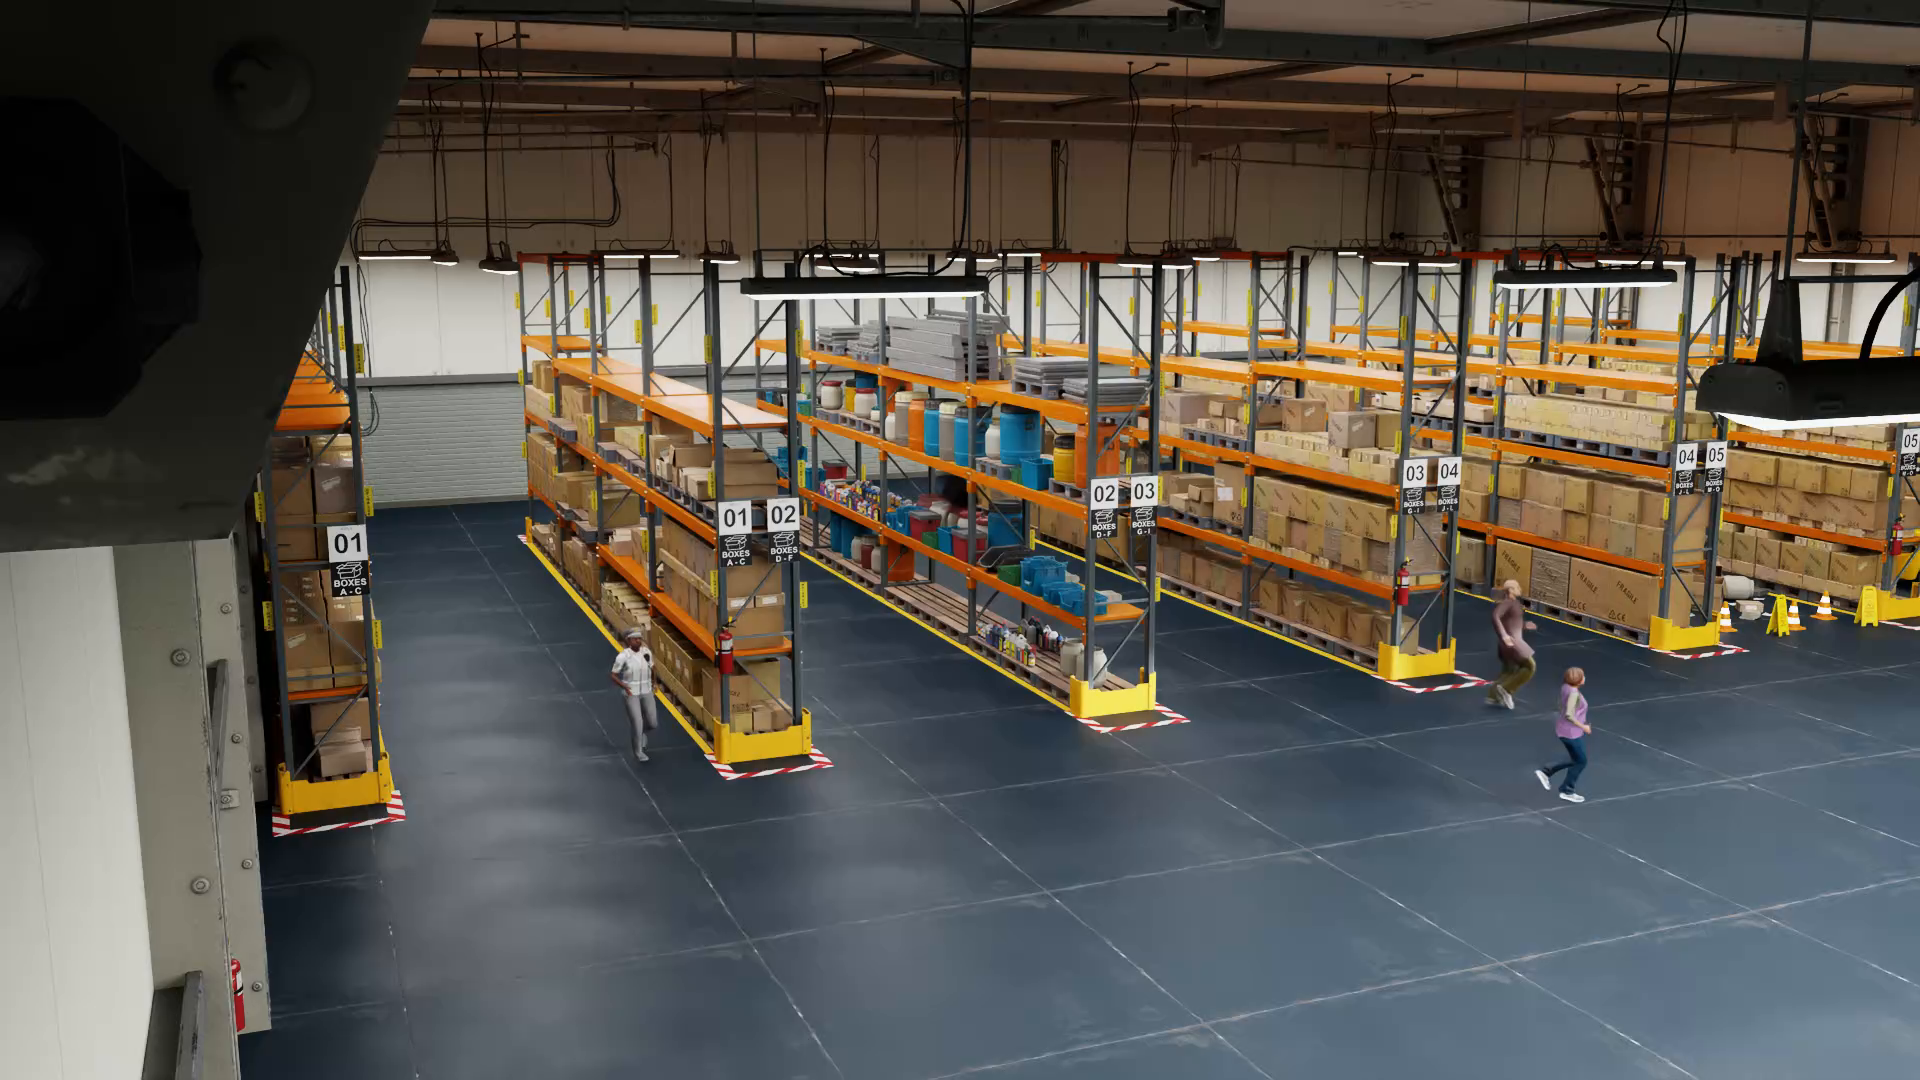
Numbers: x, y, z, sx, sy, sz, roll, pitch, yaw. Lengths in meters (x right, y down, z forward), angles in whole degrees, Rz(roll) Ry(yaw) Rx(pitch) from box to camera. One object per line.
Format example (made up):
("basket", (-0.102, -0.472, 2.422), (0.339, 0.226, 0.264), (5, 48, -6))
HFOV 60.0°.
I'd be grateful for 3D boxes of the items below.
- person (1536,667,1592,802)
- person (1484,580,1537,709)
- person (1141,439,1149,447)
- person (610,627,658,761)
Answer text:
("person", (6.812, 2.193, 18.734), (0.538, 1.571, 0.548), (1, 10, 8))
("person", (7.466, 1.408, 22.510), (0.636, 1.740, 0.707), (2, 11, 11))
("person", (4.740, -2.053, 41.688), (0.860, 1.712, 0.774), (-2, 11, -9))
("person", (-3.954, 1.857, 20.299), (0.601, 1.651, 0.581), (-7, 12, -32))
